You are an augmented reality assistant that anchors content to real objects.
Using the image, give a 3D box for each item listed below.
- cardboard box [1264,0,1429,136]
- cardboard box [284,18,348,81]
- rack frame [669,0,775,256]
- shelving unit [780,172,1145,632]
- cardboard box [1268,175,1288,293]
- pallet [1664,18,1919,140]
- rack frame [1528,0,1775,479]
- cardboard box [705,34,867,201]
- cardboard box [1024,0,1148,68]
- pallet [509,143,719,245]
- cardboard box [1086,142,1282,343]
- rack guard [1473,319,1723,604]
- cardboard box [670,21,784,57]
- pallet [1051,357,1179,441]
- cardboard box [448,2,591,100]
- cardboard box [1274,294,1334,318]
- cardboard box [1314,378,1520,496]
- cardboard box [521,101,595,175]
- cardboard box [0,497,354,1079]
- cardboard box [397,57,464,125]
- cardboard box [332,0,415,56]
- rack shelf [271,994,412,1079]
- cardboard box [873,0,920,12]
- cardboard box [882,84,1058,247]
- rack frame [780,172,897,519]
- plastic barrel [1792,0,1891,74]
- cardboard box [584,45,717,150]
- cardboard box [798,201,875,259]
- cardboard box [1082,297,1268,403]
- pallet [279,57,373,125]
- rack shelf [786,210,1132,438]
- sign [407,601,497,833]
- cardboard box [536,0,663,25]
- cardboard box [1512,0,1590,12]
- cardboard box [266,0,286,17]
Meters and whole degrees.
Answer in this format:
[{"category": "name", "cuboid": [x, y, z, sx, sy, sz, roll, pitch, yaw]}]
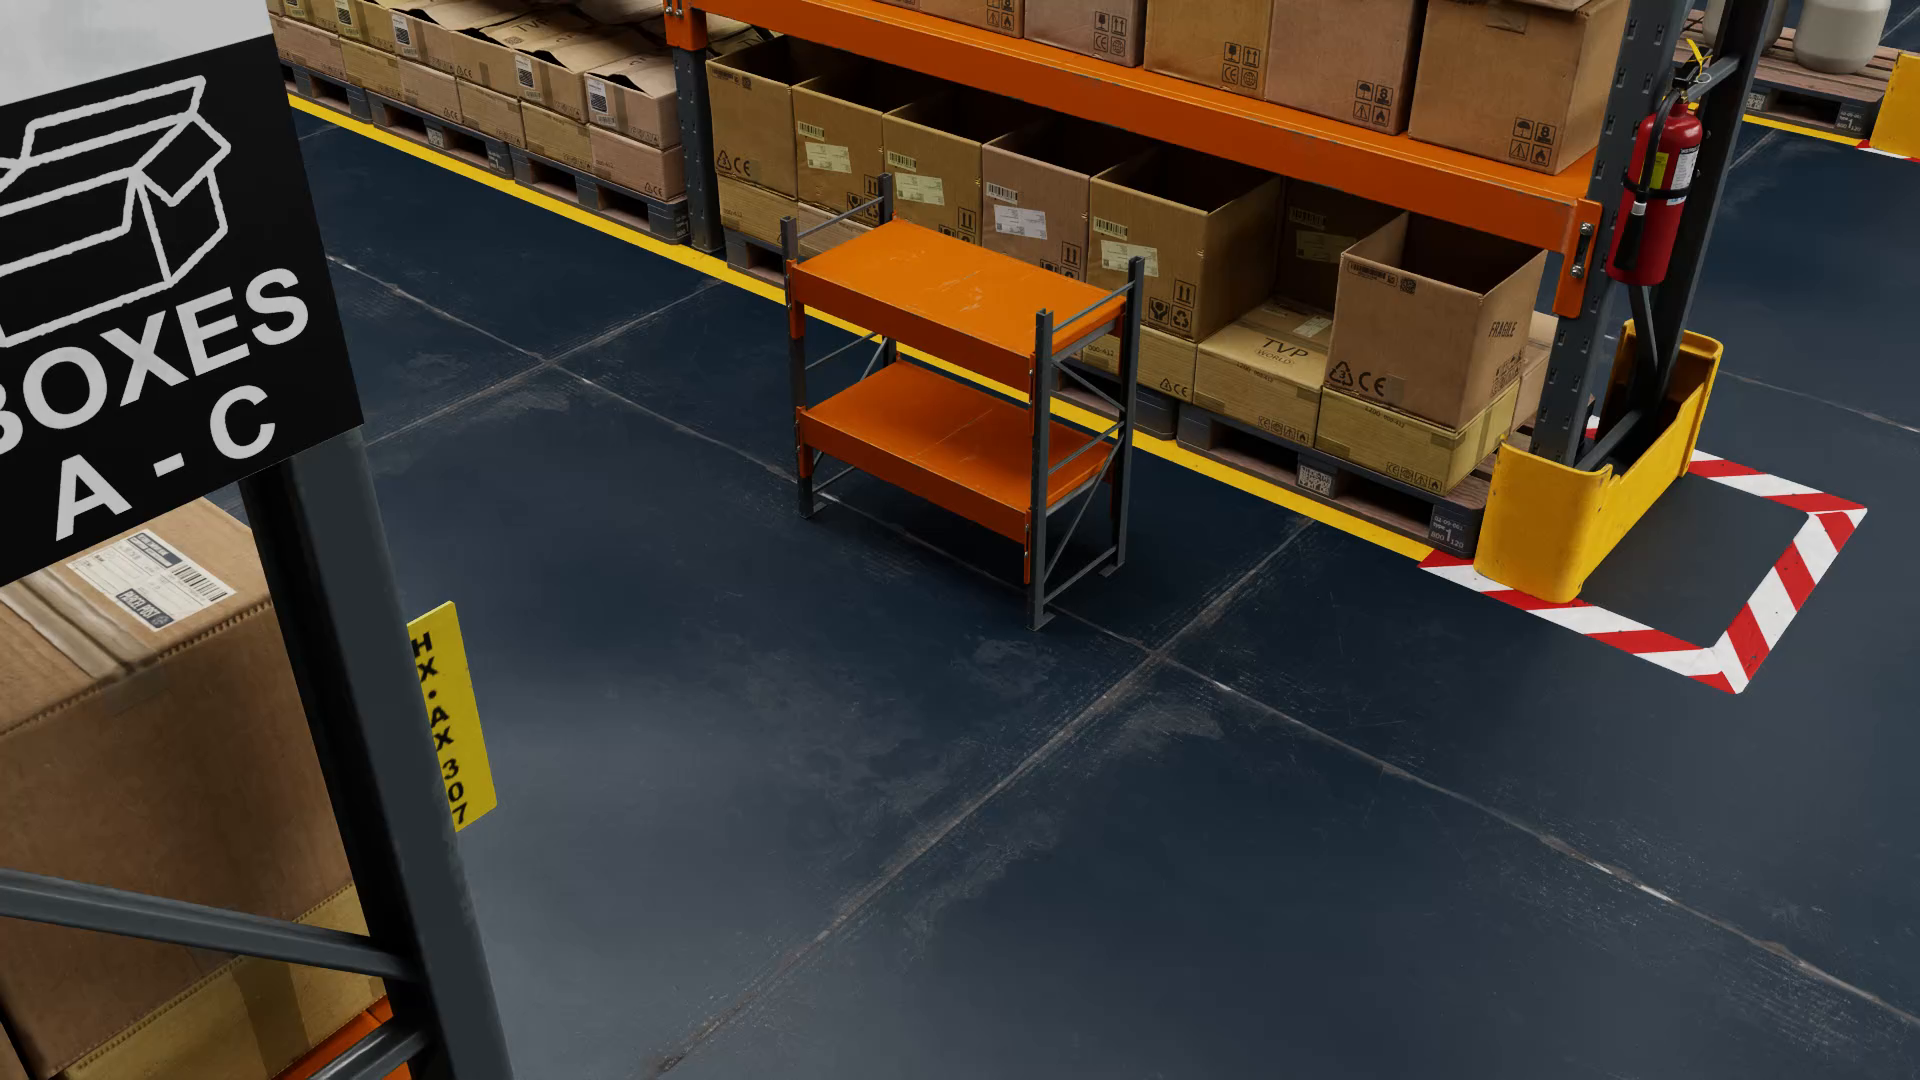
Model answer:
[{"category": "cardboard box", "cuboid": [1.437, -1.741, 5.547, 0.500, 0.500, 0.700, 26, 42, 33]}, {"category": "cardboard box", "cuboid": [-3.353, -2.775, 9.199, 0.500, 0.250, 0.500, 24, 41, 31]}, {"category": "rack frame", "cuboid": [-0.880, -2.786, 7.157, 0.127, 3.000, 1.000, 25, 42, 32]}, {"category": "shelving unit", "cuboid": [-0.005, -0.466, 5.435, 1.048, 1.125, 0.538, 25, 42, 32]}, {"category": "cardboard box", "cuboid": [1.146, -1.333, 6.436, 0.500, 0.500, 0.500, 25, 42, 32]}, {"category": "pallet", "cuboid": [4.657, -2.645, 9.415, 1.213, 0.211, 1.003, 25, 42, 32]}, {"category": "rack frame", "cuboid": [2.194, -1.337, 5.047, 0.127, 3.000, 1.000, 25, 42, 32]}, {"category": "cardboard box", "cuboid": [-0.724, -1.831, 7.161, 0.500, 0.500, 0.500, 25, 42, 32]}, {"category": "cardboard box", "cuboid": [0.652, -2.113, 6.088, 0.500, 0.500, 0.700, 27, 43, 33]}, {"category": "pallet", "cuboid": [-1.471, -1.886, 8.310, 1.213, 0.211, 1.003, 25, 42, 32]}, {"category": "cardboard box", "cuboid": [0.814, -1.106, 6.107, 0.500, 0.500, 0.500, 25, 42, 32]}, {"category": "rack guard", "cuboid": [2.213, -0.298, 5.742, 0.348, 0.500, 1.175, 25, 42, 32]}, {"category": "cardboard box", "cuboid": [-1.038, -2.315, 8.034, 0.500, 0.311, 0.500, 25, 42, 32]}, {"category": "pallet", "cuboid": [0.646, -0.888, 6.857, 1.213, 0.211, 1.003, 25, 42, 32]}, {"category": "cardboard box", "cuboid": [-2.160, -2.446, 8.225, 0.500, 0.311, 0.500, 25, 42, 32]}, {"category": "cardboard box", "cuboid": [1.538, -0.847, 6.392, 0.500, 0.250, 0.500, 25, 42, 32]}, {"category": "cardboard box", "cuboid": [1.593, -0.442, 5.803, 0.500, 0.250, 0.500, 25, 42, 32]}, {"category": "cardboard box", "cuboid": [-1.772, -2.034, 8.120, 0.500, 0.250, 0.500, 25, 41, 31]}, {"category": "cardboard box", "cuboid": [-1.147, 0.260, 2.174, 0.500, 0.500, 0.500, 25, 42, 32]}, {"category": "cardboard box", "cuboid": [-2.555, -2.404, 8.658, 0.500, 0.250, 0.500, 26, 42, 33]}, {"category": "cardboard box", "cuboid": [-2.940, -2.816, 8.763, 0.500, 0.311, 0.500, 24, 41, 31]}, {"category": "rack shelf", "cuboid": [-2.510, 0.392, 3.166, 4.000, 0.370, 1.077, 25, 42, 32]}, {"category": "cardboard box", "cuboid": [-0.125, -2.481, 6.625, 0.500, 0.500, 0.700, 25, 42, 31]}, {"category": "cardboard box", "cuboid": [0.045, -1.468, 6.634, 0.500, 0.500, 0.500, 25, 42, 32]}, {"category": "rack frame", "cuboid": [-0.396, -0.650, 5.703, 0.032, 1.125, 0.500, 25, 42, 32]}, {"category": "plastic barrel", "cuboid": [4.812, -2.843, 9.067, 0.421, 0.512, 0.421, 0, 34, 0]}, {"category": "cardboard box", "cuboid": [-1.375, -2.079, 7.690, 0.500, 0.311, 0.500, 25, 42, 32]}, {"category": "cardboard box", "cuboid": [-0.337, -1.342, 7.113, 0.500, 0.250, 0.500, 25, 42, 32]}, {"category": "cardboard box", "cuboid": [0.816, -0.799, 6.321, 0.500, 0.250, 0.500, 25, 42, 32]}, {"category": "pallet", "cuboid": [-3.346, -2.770, 9.597, 1.213, 0.211, 1.003, 25, 42, 32]}, {"category": "rack shelf", "cuboid": [-0.005, -0.707, 5.269, 1.000, 0.278, 0.538, 25, 42, 32]}, {"category": "sign", "cuboid": [-0.625, 0.226, 2.006, 0.005, 0.325, 0.100, 25, 42, 32]}, {"category": "cardboard box", "cuboid": [-1.818, -2.685, 8.573, 0.500, 0.311, 0.500, 24, 41, 30]}, {"category": "cardboard box", "cuboid": [1.779, -1.701, 4.916, 0.250, 0.149, 0.380, 24, 41, 31]}, {"category": "cardboard box", "cuboid": [-3.739, -3.188, 9.305, 0.500, 0.311, 0.500, 27, 43, 33]}]
